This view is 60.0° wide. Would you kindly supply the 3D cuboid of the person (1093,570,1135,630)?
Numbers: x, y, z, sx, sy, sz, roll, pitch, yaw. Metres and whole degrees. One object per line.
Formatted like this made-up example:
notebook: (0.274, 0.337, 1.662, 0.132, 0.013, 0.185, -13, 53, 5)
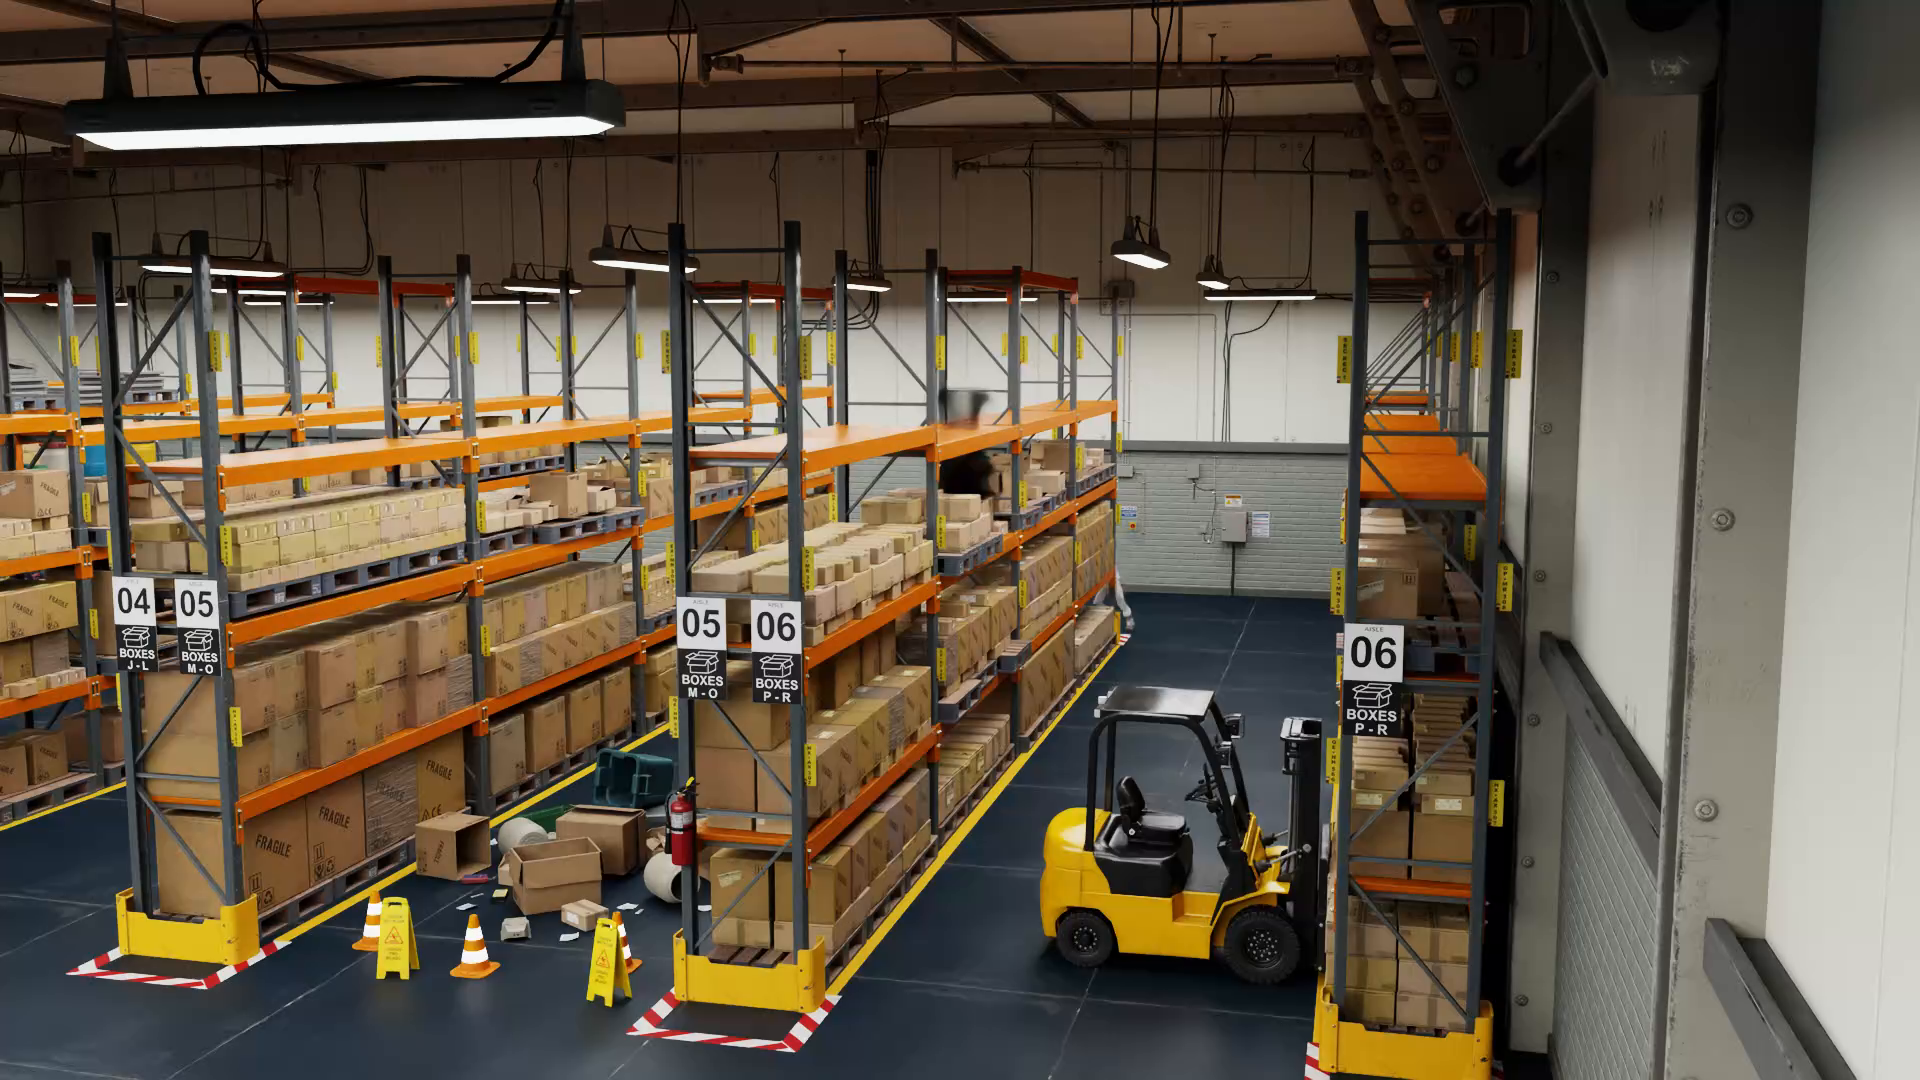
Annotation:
person: (2.611, 0.771, 29.357, 0.895, 1.738, 0.700, -2, 7, -17)
